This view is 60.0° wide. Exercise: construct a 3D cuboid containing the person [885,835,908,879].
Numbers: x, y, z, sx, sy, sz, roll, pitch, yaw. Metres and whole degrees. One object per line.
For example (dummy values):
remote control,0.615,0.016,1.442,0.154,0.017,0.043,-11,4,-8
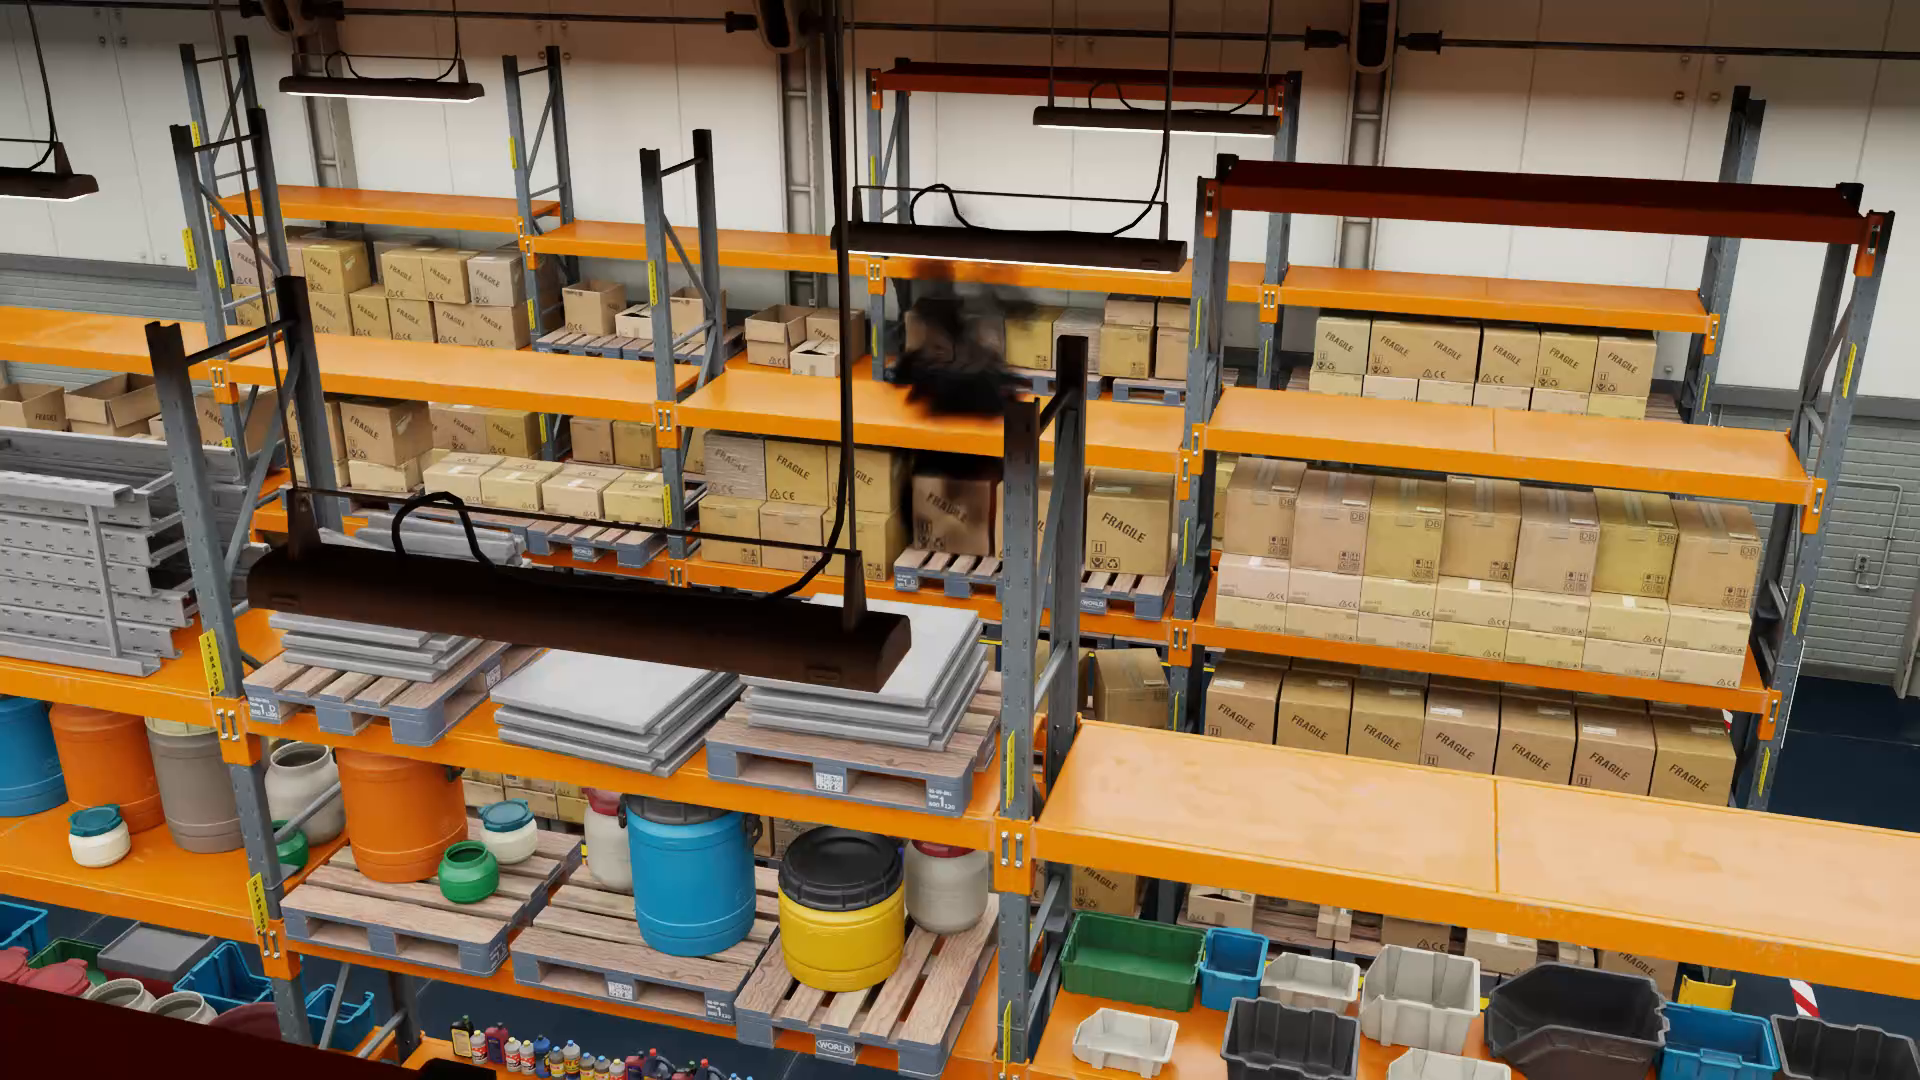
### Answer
person,-0.453,2.681,11.416,0.755,1.735,0.564,3,23,7
